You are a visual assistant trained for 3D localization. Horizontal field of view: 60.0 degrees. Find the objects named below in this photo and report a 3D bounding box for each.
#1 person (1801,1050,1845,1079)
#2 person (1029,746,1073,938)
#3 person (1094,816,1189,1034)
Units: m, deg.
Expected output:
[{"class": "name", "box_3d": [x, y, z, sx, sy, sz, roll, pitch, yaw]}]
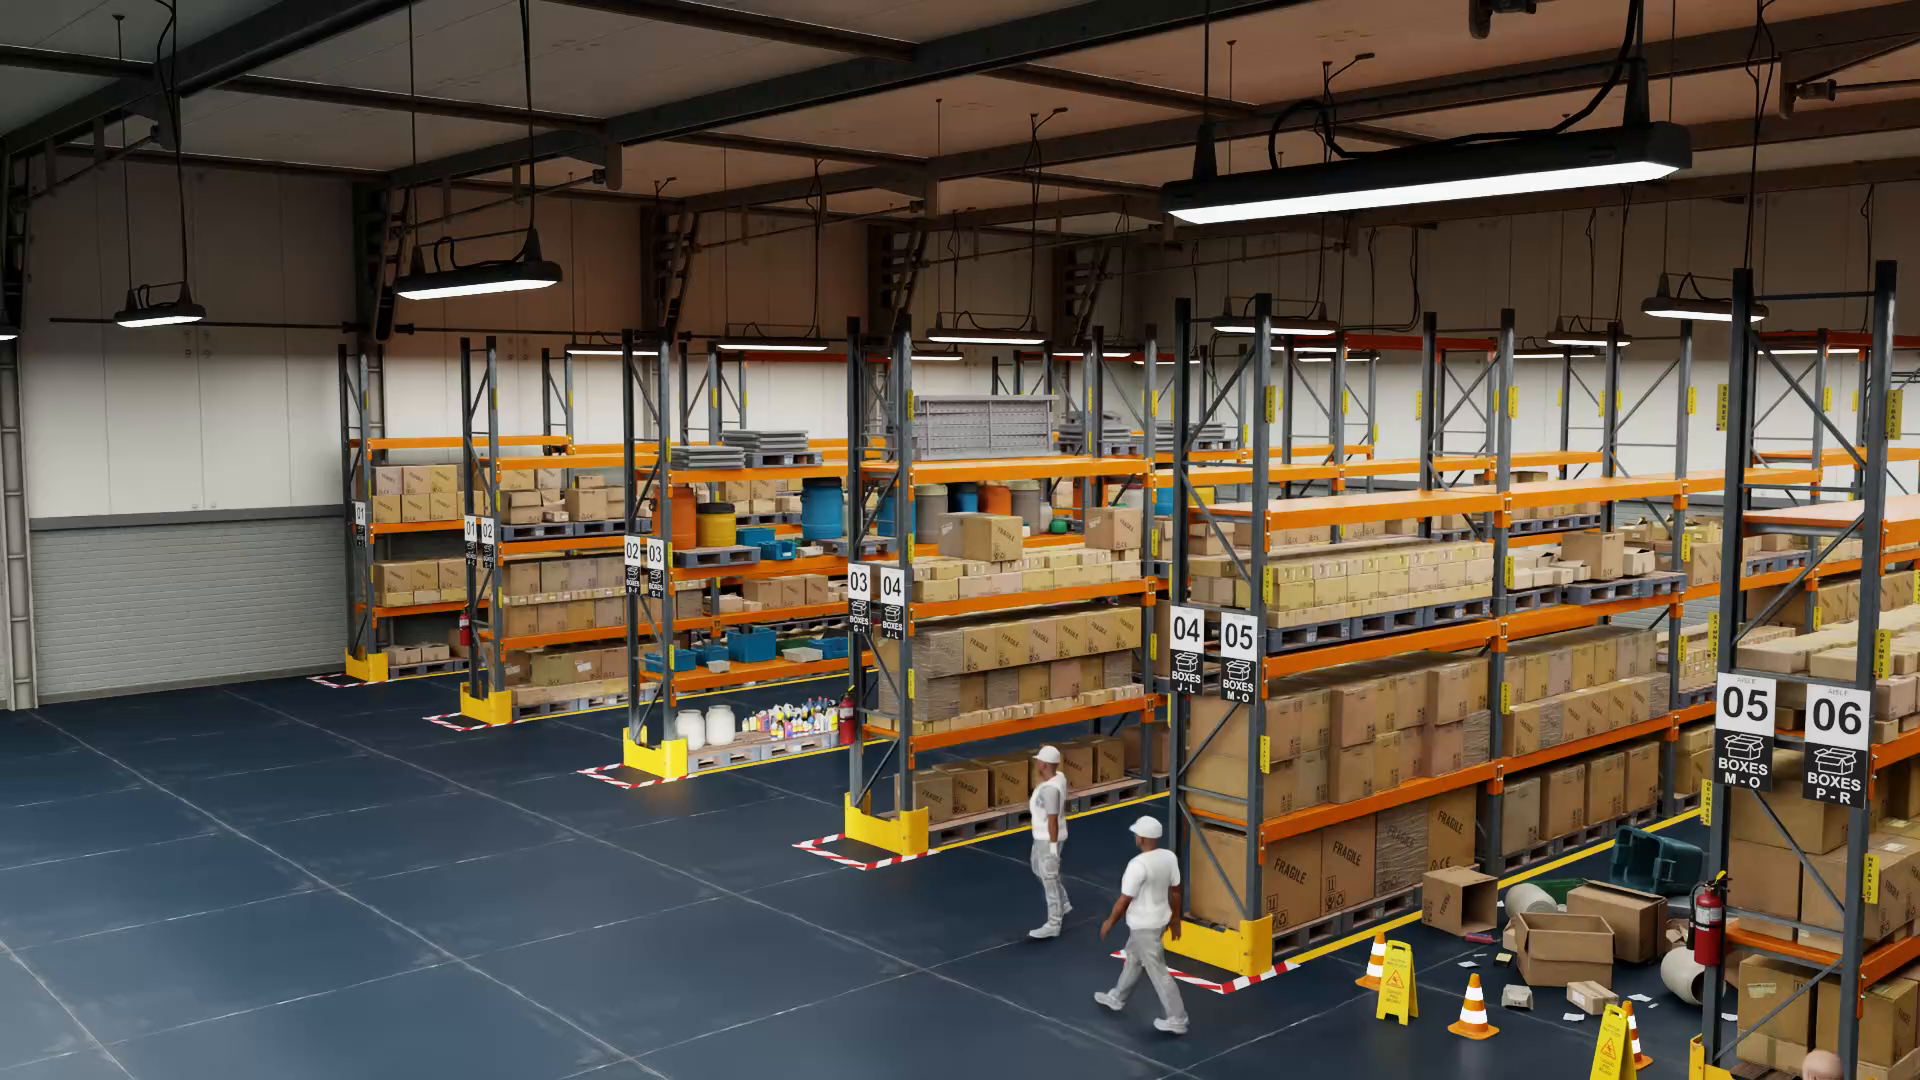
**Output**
[{"class": "person", "box_3d": [4.446, 3.501, 8.607, 0.538, 1.782, 0.652, 2, 5, 21]}, {"class": "person", "box_3d": [0.873, 2.839, 15.841, 0.423, 1.791, 0.610, 0, 5, 3]}, {"class": "person", "box_3d": [1.427, 3.075, 13.477, 0.958, 1.722, 0.593, 3, 6, 29]}]
